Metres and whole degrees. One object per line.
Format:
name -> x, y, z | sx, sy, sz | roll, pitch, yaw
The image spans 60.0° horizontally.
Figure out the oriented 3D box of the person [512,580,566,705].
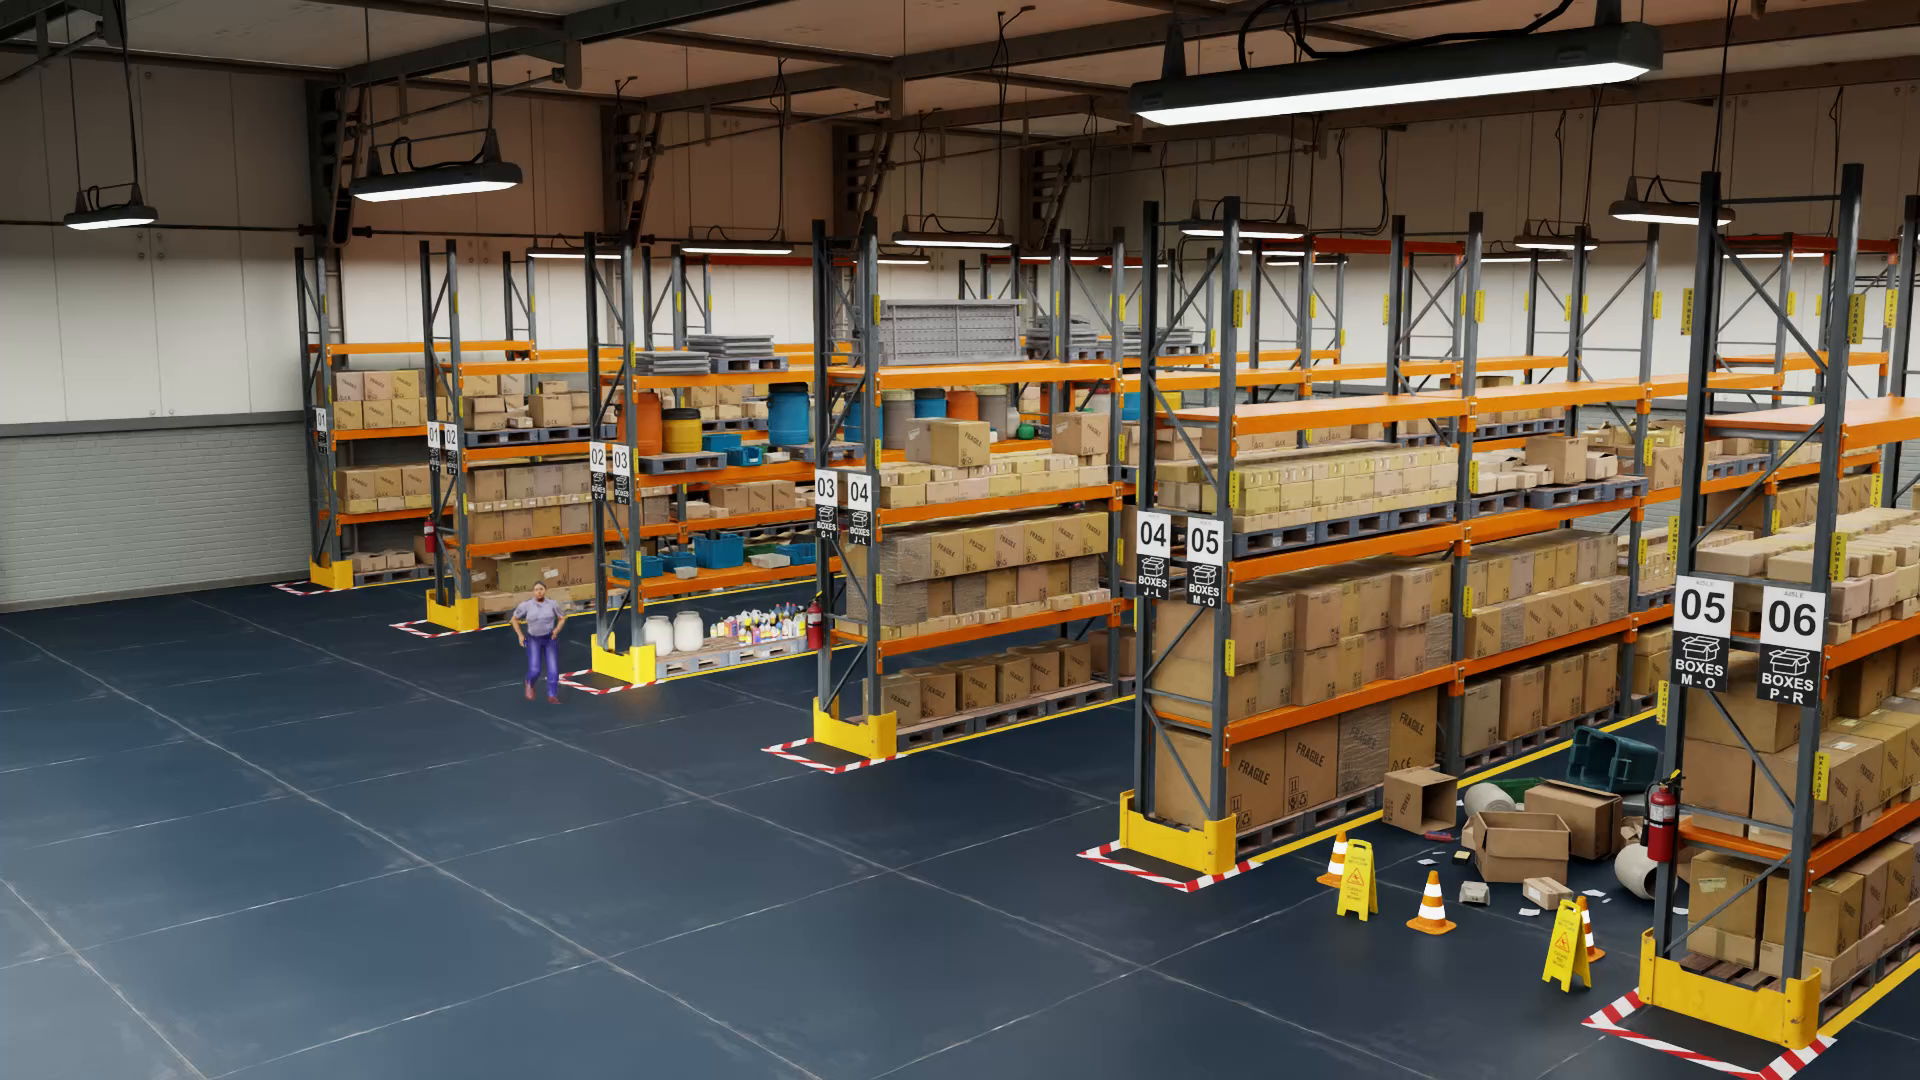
person -> -5.304, 1.319, 21.043 | 0.648, 1.624, 0.565 | -3, 9, -22
